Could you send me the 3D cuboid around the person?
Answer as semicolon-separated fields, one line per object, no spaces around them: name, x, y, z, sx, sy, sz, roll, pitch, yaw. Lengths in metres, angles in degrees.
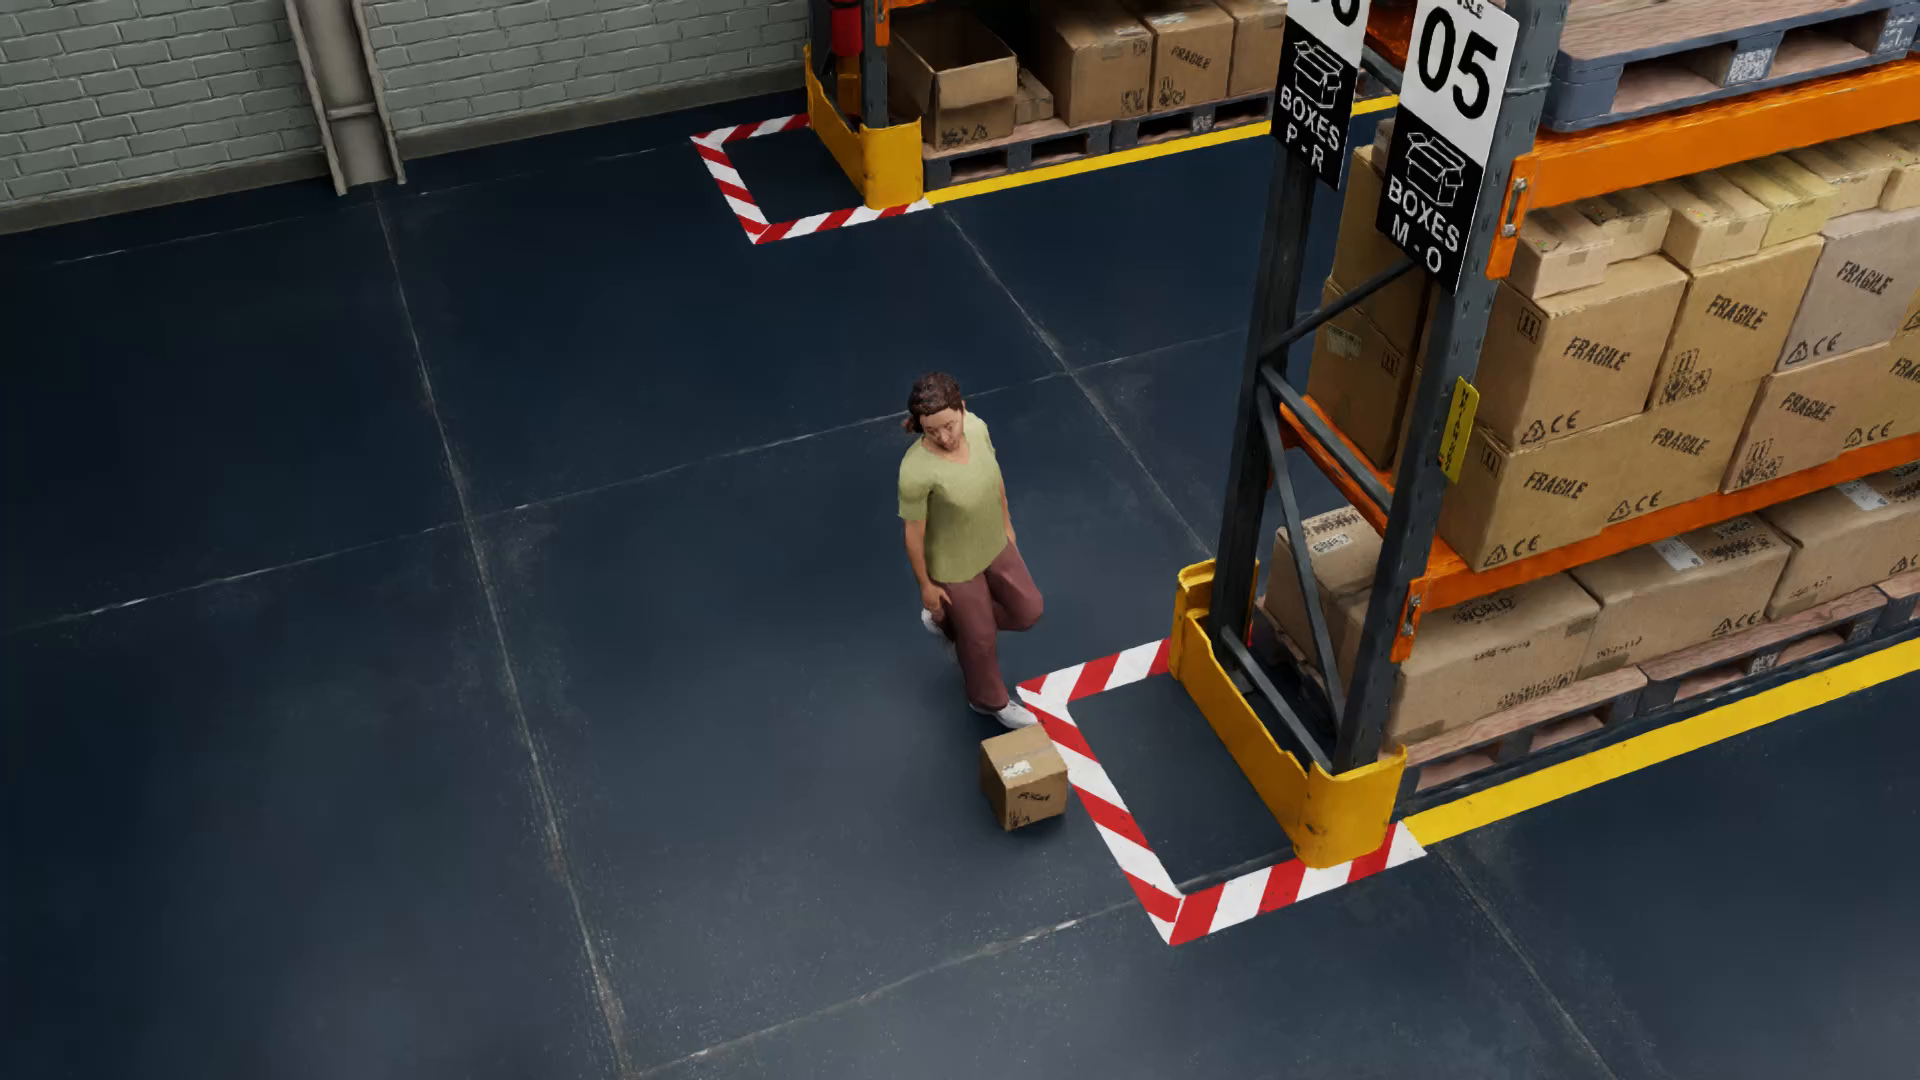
person;0.017;0.072;6.106;0.578;1.638;0.495;28;49;27
